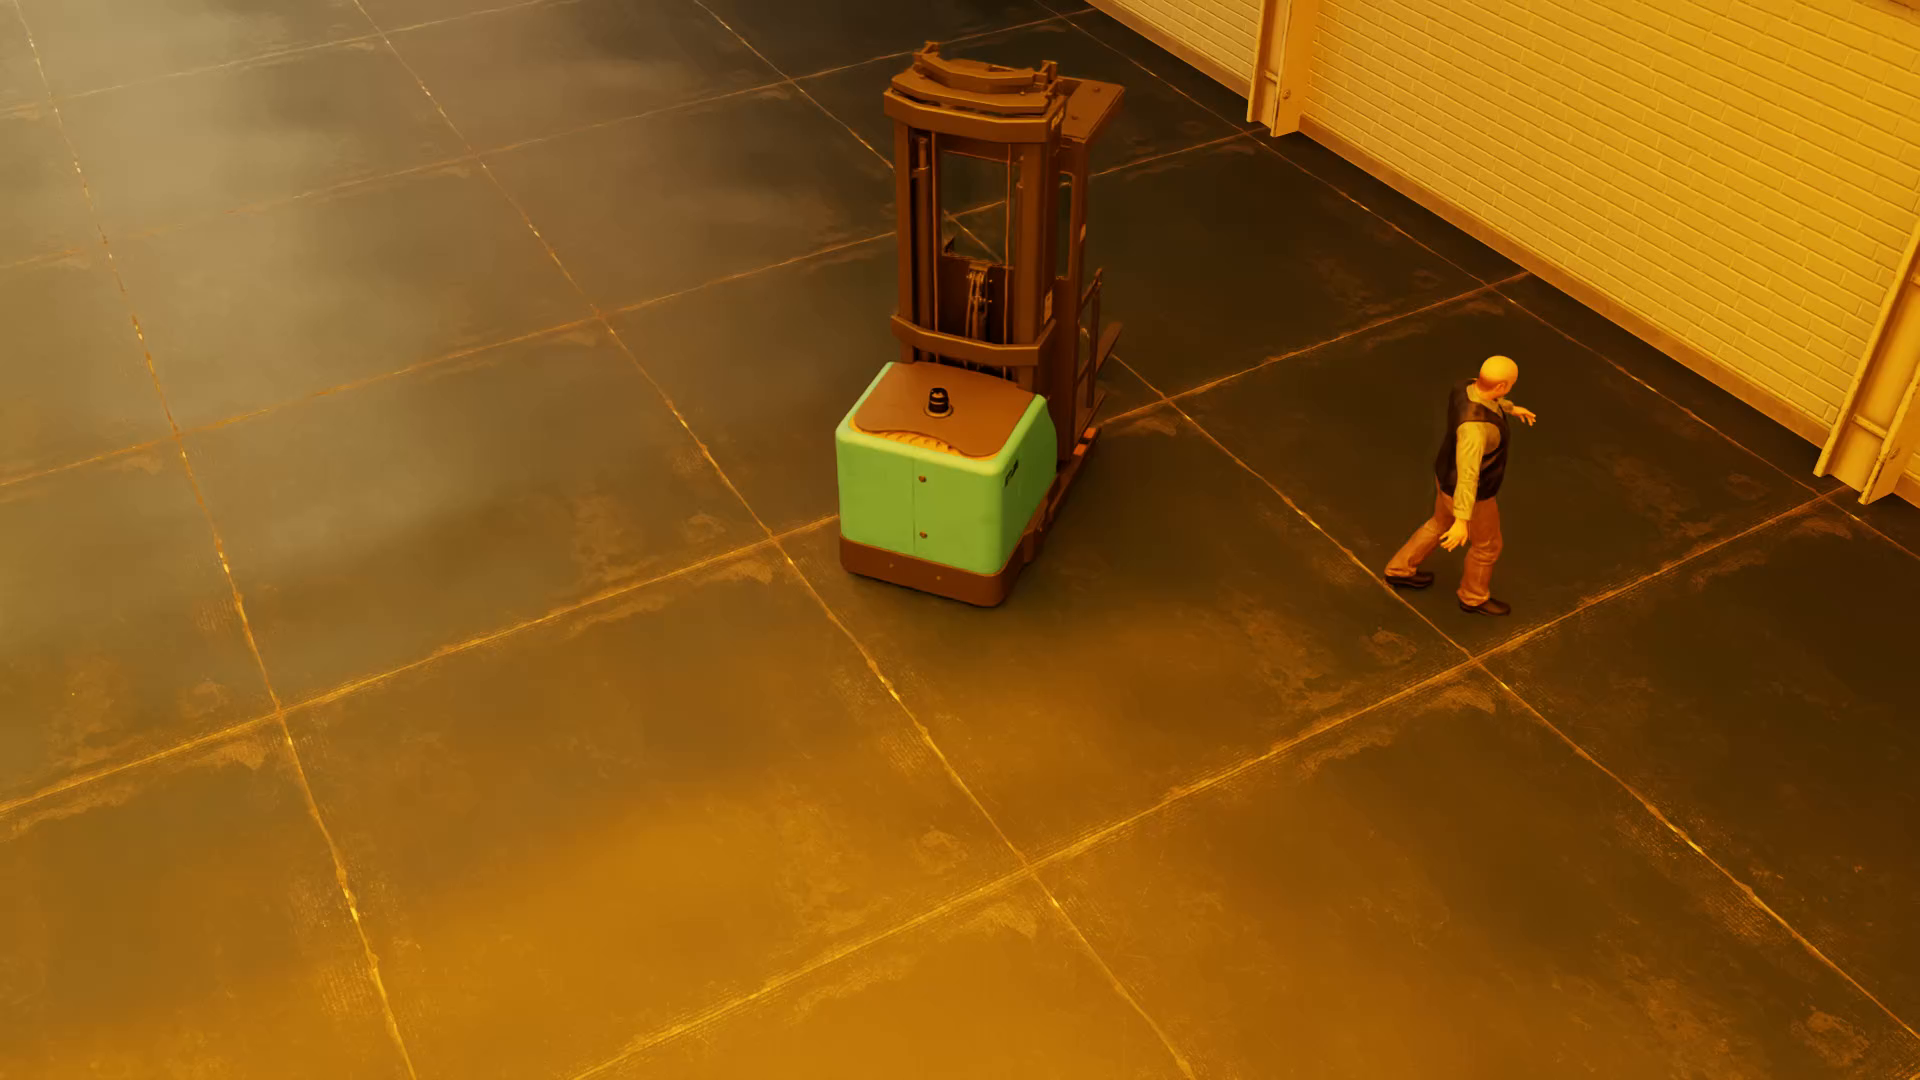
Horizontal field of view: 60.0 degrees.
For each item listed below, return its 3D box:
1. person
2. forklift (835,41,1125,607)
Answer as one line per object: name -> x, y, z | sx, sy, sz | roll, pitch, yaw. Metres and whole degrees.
person -> 2.907, -0.291, 9.369 | 0.756, 1.701, 0.943 | 2, 40, 3
forklift -> 0.289, -1.683, 10.065 | 1.130, 2.935, 3.031 | 14, 42, 16
